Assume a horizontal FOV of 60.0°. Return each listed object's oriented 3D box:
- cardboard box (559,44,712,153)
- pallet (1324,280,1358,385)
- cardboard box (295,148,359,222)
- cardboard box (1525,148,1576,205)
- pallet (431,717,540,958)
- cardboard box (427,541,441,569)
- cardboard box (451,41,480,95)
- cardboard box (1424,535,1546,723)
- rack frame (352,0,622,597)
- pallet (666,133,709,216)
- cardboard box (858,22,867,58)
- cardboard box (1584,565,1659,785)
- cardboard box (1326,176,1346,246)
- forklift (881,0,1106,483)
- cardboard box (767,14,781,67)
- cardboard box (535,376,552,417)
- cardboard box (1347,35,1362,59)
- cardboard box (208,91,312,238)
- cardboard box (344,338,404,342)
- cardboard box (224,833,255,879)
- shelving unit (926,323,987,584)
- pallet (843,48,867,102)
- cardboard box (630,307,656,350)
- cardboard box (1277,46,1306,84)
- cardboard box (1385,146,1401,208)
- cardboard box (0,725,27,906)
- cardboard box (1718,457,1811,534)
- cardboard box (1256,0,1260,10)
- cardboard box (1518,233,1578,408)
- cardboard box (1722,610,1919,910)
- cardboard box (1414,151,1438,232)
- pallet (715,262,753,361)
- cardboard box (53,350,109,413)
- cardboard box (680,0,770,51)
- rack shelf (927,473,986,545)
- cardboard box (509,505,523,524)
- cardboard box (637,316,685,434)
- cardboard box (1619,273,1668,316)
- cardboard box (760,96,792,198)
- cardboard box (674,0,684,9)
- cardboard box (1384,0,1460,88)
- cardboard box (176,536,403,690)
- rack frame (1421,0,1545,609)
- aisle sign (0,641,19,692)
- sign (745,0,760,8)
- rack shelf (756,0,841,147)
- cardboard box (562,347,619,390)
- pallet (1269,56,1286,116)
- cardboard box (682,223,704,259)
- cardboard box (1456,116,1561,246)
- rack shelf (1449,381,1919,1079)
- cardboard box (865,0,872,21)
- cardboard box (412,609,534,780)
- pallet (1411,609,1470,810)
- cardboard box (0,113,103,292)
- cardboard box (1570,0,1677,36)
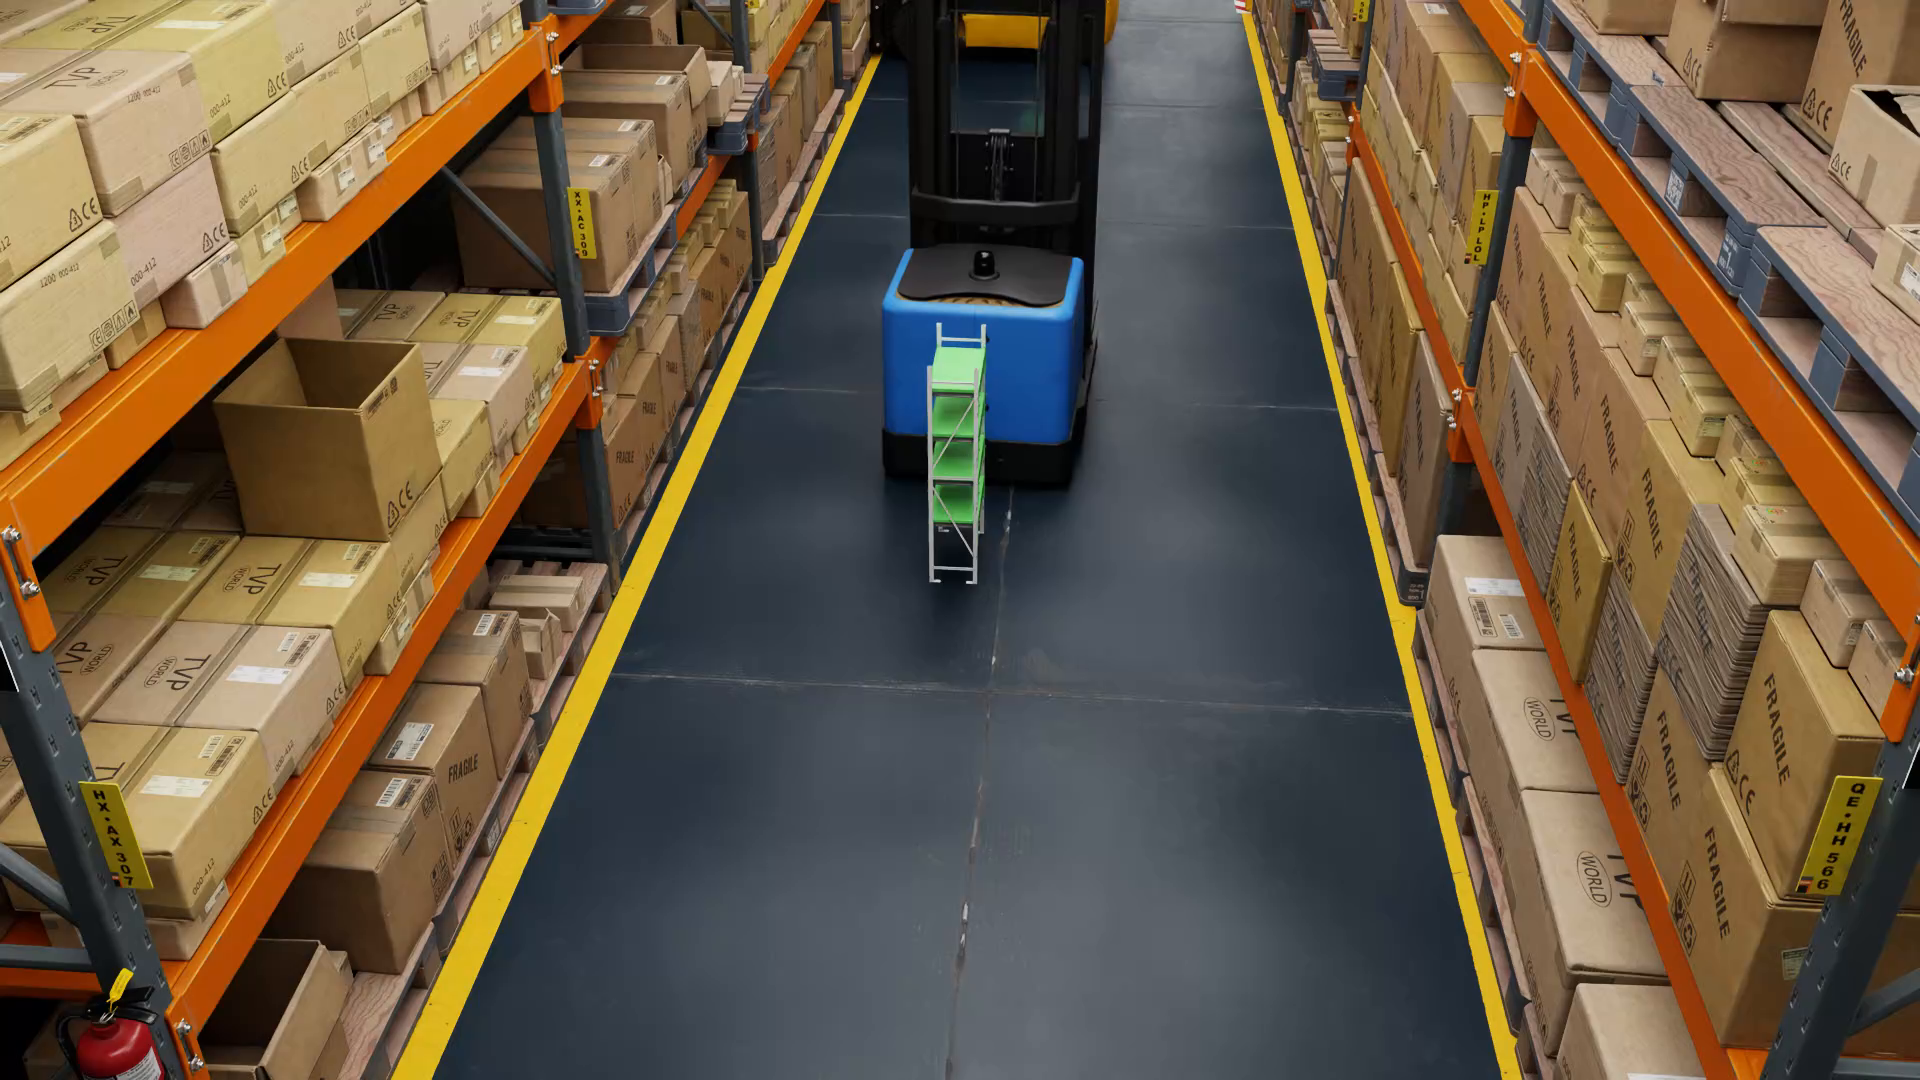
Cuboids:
[{"bbox_3d":[-1.834,-2.499,9.447,0.797,0.503,0.637,2,32,3],"label":"cardboard box"},{"bbox_3d":[2.923,-1.331,10.709,1.003,0.211,1.213,2,32,4],"label":"pallet"},{"bbox_3d":[-2.057,-1.078,5.021,0.380,0.149,0.250,3,32,4],"label":"cardboard box"},{"bbox_3d":[2.452,-1.426,6.538,0.380,0.149,0.250,2,32,3],"label":"cardboard box"},{"bbox_3d":[-2.364,1.140,6.699,1.003,0.211,1.213,2,32,4],"label":"pallet"},{"bbox_3d":[-2.128,0.045,6.058,0.380,0.149,0.250,2,32,4],"label":"cardboard box"},{"bbox_3d":[-1.999,-1.747,6.106,0.380,0.149,0.250,3,32,6],"label":"cardboard box"},{"bbox_3d":[2.579,0.400,7.284,0.875,0.438,0.875,2,32,3],"label":"cardboard box"},{"bbox_3d":[-2.211,-1.046,7.588,1.000,3.000,0.127,2,32,4],"label":"rack frame"},{"bbox_3d":[-2.039,-2.038,9.382,1.003,0.211,1.213,2,32,4],"label":"pallet"},{"bbox_3d":[-1.164,-4.742,15.806,0.500,0.250,0.500,2,32,3],"label":"cardboard box"},{"bbox_3d":[2.274,0.419,5.116,0.500,0.500,0.500,3,32,5],"label":"cardboard box"},{"bbox_3d":[3.118,-2.282,11.699,0.950,0.372,0.625,0,32,1],"label":"cardboard box"},{"bbox_3d":[0.285,-2.316,9.715,1.130,2.935,3.031,4,32,7],"label":"forklift"},{"bbox_3d":[-1.560,-3.558,11.807,0.500,0.250,0.500,2,32,3],"label":"cardboard box"},{"bbox_3d":[-1.985,-0.624,7.143,0.380,0.149,0.250,3,32,5],"label":"cardboard box"},{"bbox_3d":[2.804,-3.324,11.124,0.380,0.149,0.250,3,32,5],"label":"cardboard box"},{"bbox_3d":[-2.153,-1.048,4.592,0.500,0.250,0.500,2,32,3],"label":"cardboard box"},{"bbox_3d":[-2.554,-0.599,6.722,0.500,0.250,0.500,2,32,4],"label":"cardboard box"},{"bbox_3d":[-2.262,0.858,4.739,0.380,0.149,0.250,3,32,5],"label":"cardboard box"},{"bbox_3d":[-0.013,-0.424,8.295,0.258,1.200,0.503,2,32,4],"label":"shelving unit"},{"bbox_3d":[-1.453,-4.456,15.779,1.003,0.211,1.213,2,32,4],"label":"pallet"},{"bbox_3d":[-1.895,-1.168,9.151,0.380,0.149,0.250,2,32,4],"label":"cardboard box"},{"bbox_3d":[3.168,-4.348,15.166,0.500,0.250,0.500,4,32,6],"label":"cardboard box"},{"bbox_3d":[2.699,-2.075,9.401,0.500,0.250,0.500,3,32,6],"label":"cardboard box"},{"bbox_3d":[-2.764,0.731,4.564,0.500,0.250,0.500,3,32,5],"label":"cardboard box"},{"bbox_3d":[2.236,-0.087,4.365,0.380,0.149,0.250,3,32,5],"label":"cardboard box"},{"bbox_3d":[3.372,-5.709,17.375,0.500,0.250,0.500,2,32,4],"label":"cardboard box"},{"bbox_3d":[2.409,-0.801,6.143,0.500,0.500,0.500,2,32,3],"label":"cardboard box"},{"bbox_3d":[2.213,0.526,3.990,0.500,0.500,0.500,3,32,6],"label":"cardboard box"},{"bbox_3d":[2.600,-1.758,8.411,0.500,0.250,0.500,3,32,5],"label":"cardboard box"},{"bbox_3d":[-1.984,-1.561,11.082,1.003,0.211,1.213,2,32,4],"label":"pallet"},{"bbox_3d":[-2.284,-0.419,3.951,0.380,0.149,0.250,3,32,5],"label":"cardboard box"},{"bbox_3d":[-1.581,-3.507,11.248,0.500,0.250,0.500,2,32,4],"label":"cardboard box"},{"bbox_3d":[-0.013,-0.166,8.454,0.258,0.148,0.480,2,32,4],"label":"rack shelf"},{"bbox_3d":[-2.466,-0.430,8.570,0.500,0.500,0.500,2,32,4],"label":"cardboard box"},{"bbox_3d":[-1.869,-0.943,9.404,0.500,0.500,0.500,2,32,3],"label":"cardboard box"},{"bbox_3d":[2.398,-0.756,5.451,0.380,0.149,0.250,2,32,4],"label":"cardboard box"},{"bbox_3d":[-1.775,-2.973,12.578,0.875,0.625,0.625,3,32,6],"label":"cardboard box"},{"bbox_3d":[-2.060,-3.635,11.075,0.380,0.149,0.250,3,32,6],"label":"cardboard box"},{"bbox_3d":[2.748,-2.888,9.529,0.500,0.500,0.500,3,32,4],"label":"cardboard box"},{"bbox_3d":[-2.152,0.229,5.379,0.500,0.250,0.500,2,32,3],"label":"cardboard box"},{"bbox_3d":[2.737,-0.836,7.247,1.000,3.000,0.127,2,32,4],"label":"rack frame"},{"bbox_3d":[-2.249,-0.013,3.433,0.394,0.787,0.004,2,32,4],"label":"aisle sign"},{"bbox_3d":[-1.344,-3.578,10.669,0.100,0.325,0.005,2,32,4],"label":"sign"},{"bbox_3d":[-1.722,-3.877,12.867,1.077,0.370,4.000,2,32,4],"label":"rack shelf"},{"bbox_3d":[-1.943,-0.877,8.395,0.380,0.149,0.250,1,32,2],"label":"cardboard box"},{"bbox_3d":[3.407,-4.184,15.339,1.003,0.211,1.213,2,32,4],"label":"pallet"},{"bbox_3d":[-1.796,-1.843,10.246,0.380,0.149,0.250,3,32,5],"label":"cardboard box"},{"bbox_3d":[2.523,-1.548,7.355,0.500,0.500,0.500,3,32,6],"label":"cardboard box"},{"bbox_3d":[2.574,0.516,5.739,1.077,0.370,4.000,2,32,4],"label":"rack shelf"},{"bbox_3d":[-1.121,-5.216,16.098,0.500,0.250,0.500,2,32,4],"label":"cardboard box"},{"bbox_3d":[-2.199,0.627,6.855,0.700,0.500,0.500,1,32,2],"label":"cardboard box"},{"bbox_3d":[2.597,0.746,7.339,1.003,0.211,1.213,2,32,4],"label":"pallet"},{"bbox_3d":[-2.250,-0.728,3.596,0.500,0.250,0.500,2,32,3],"label":"cardboard box"},{"bbox_3d":[2.479,-2.078,5.813,0.500,0.500,0.500,3,32,5],"label":"cardboard box"}]
